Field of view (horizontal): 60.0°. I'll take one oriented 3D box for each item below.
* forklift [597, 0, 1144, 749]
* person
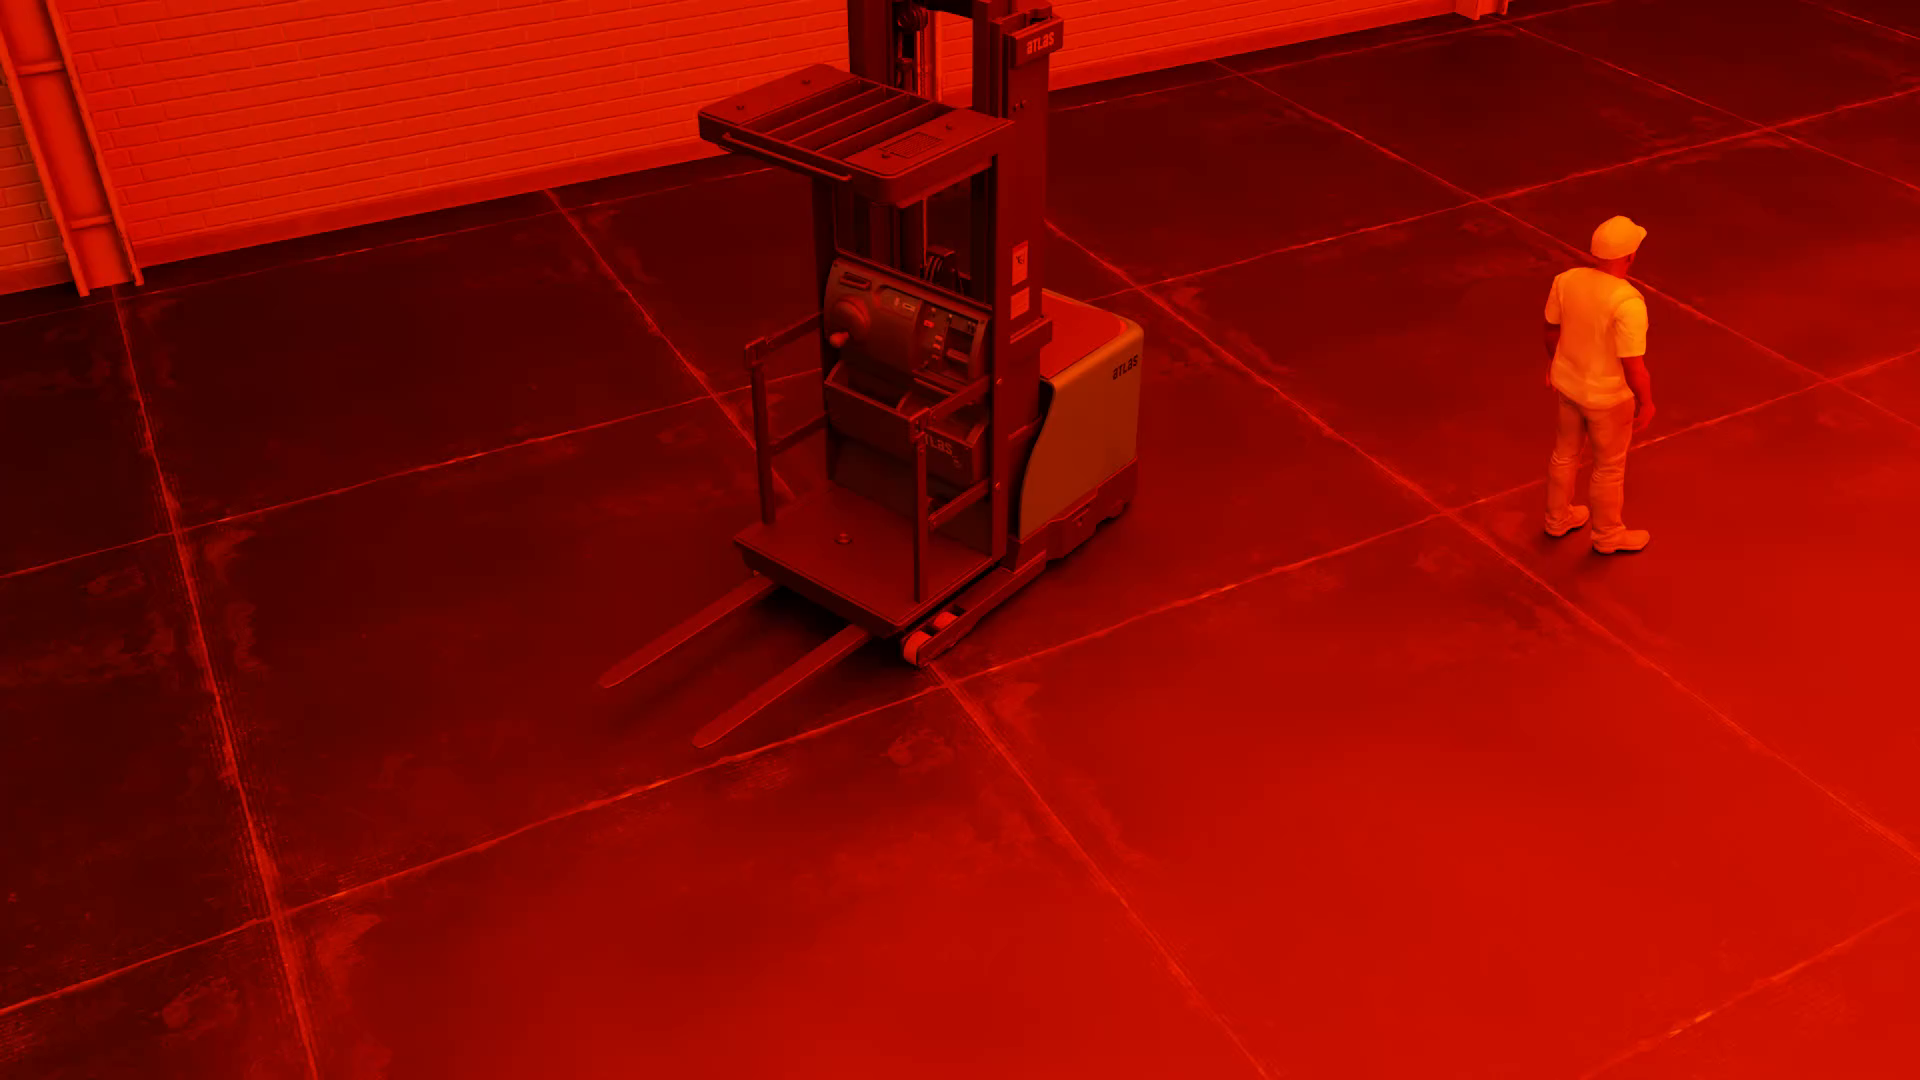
[{"bbox_3d":[-0.390,-0.927,7.434,1.130,2.935,3.031,26,43,31],"label":"forklift"},{"bbox_3d":[3.191,-0.779,8.221,0.575,1.768,0.665,-16,38,-22],"label":"person"}]
